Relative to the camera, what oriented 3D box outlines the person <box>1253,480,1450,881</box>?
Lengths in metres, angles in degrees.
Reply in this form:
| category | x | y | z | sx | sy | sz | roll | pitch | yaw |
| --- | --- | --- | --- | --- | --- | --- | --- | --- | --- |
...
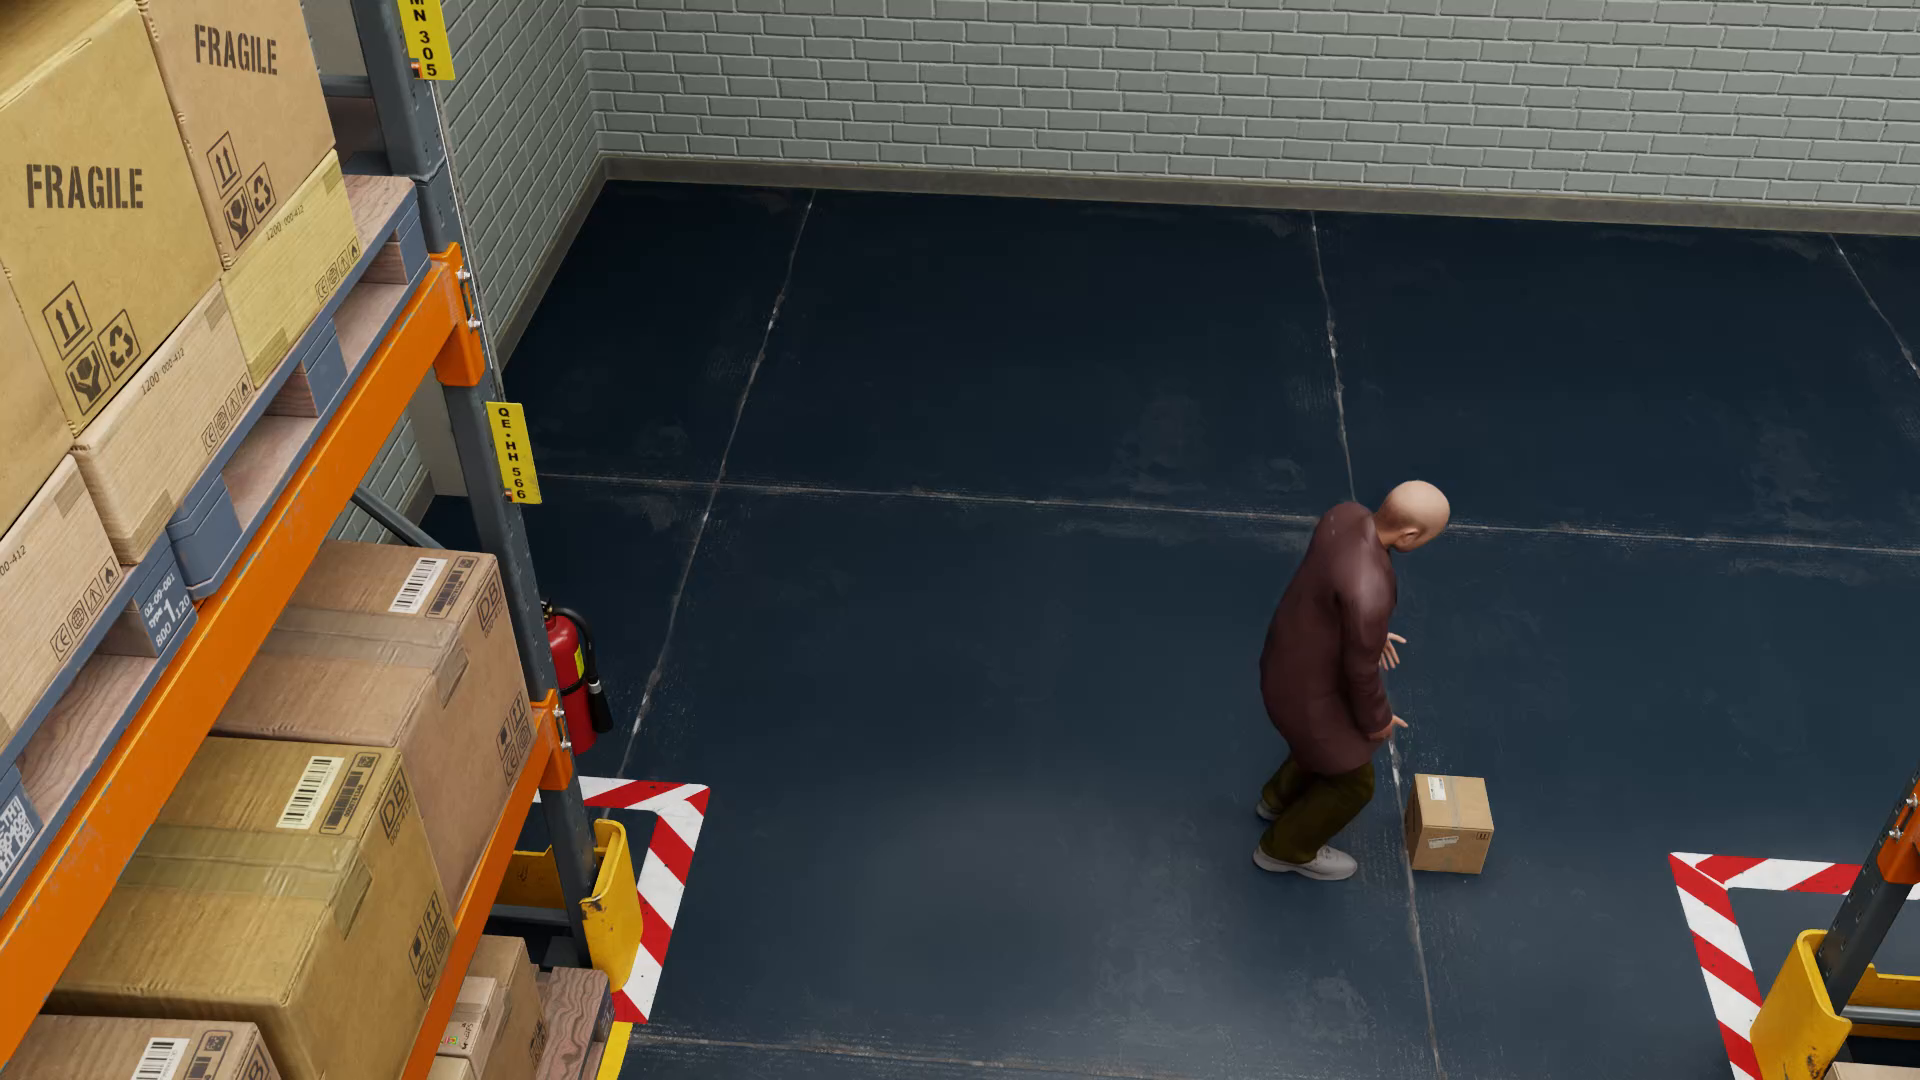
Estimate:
| category | x | y | z | sx | sy | sz | roll | pitch | yaw |
| --- | --- | --- | --- | --- | --- | --- | --- | --- | --- |
| person | 1.289 | 0.461 | 5.714 | 0.522 | 1.653 | 0.611 | 4 | 40 | 5 |
